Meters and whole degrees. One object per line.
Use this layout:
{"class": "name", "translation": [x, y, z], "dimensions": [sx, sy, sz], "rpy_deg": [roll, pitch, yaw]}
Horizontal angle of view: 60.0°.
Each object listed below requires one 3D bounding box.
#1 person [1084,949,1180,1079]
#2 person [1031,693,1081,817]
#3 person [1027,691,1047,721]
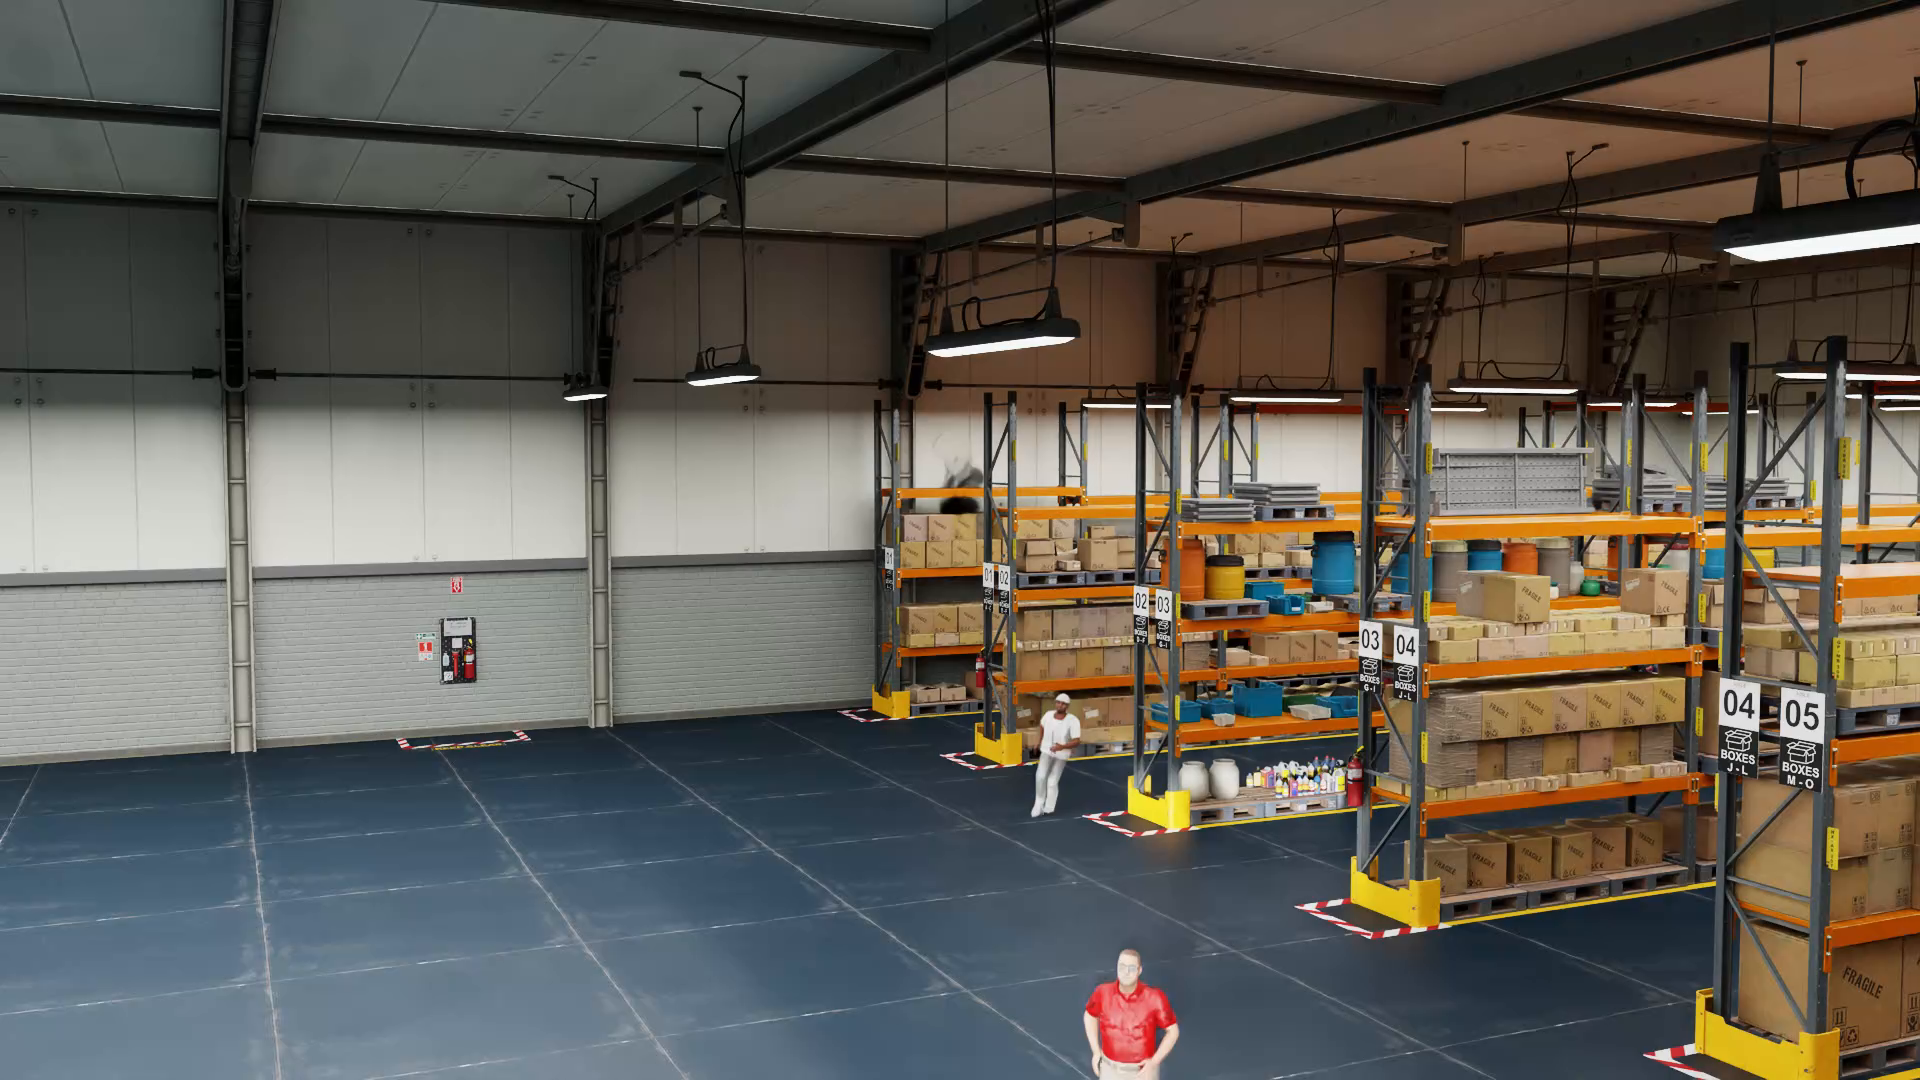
{"class": "person", "translation": [1.165, 3.649, 11.420], "dimensions": [0.676, 1.711, 0.800], "rpy_deg": [1, 3, 14]}
{"class": "person", "translation": [1.309, 2.953, 22.866], "dimensions": [0.717, 1.699, 0.669], "rpy_deg": [1, 4, 21]}
{"class": "person", "translation": [1.291, 2.588, 29.120], "dimensions": [0.653, 1.773, 0.652], "rpy_deg": [-3, 4, -39]}
